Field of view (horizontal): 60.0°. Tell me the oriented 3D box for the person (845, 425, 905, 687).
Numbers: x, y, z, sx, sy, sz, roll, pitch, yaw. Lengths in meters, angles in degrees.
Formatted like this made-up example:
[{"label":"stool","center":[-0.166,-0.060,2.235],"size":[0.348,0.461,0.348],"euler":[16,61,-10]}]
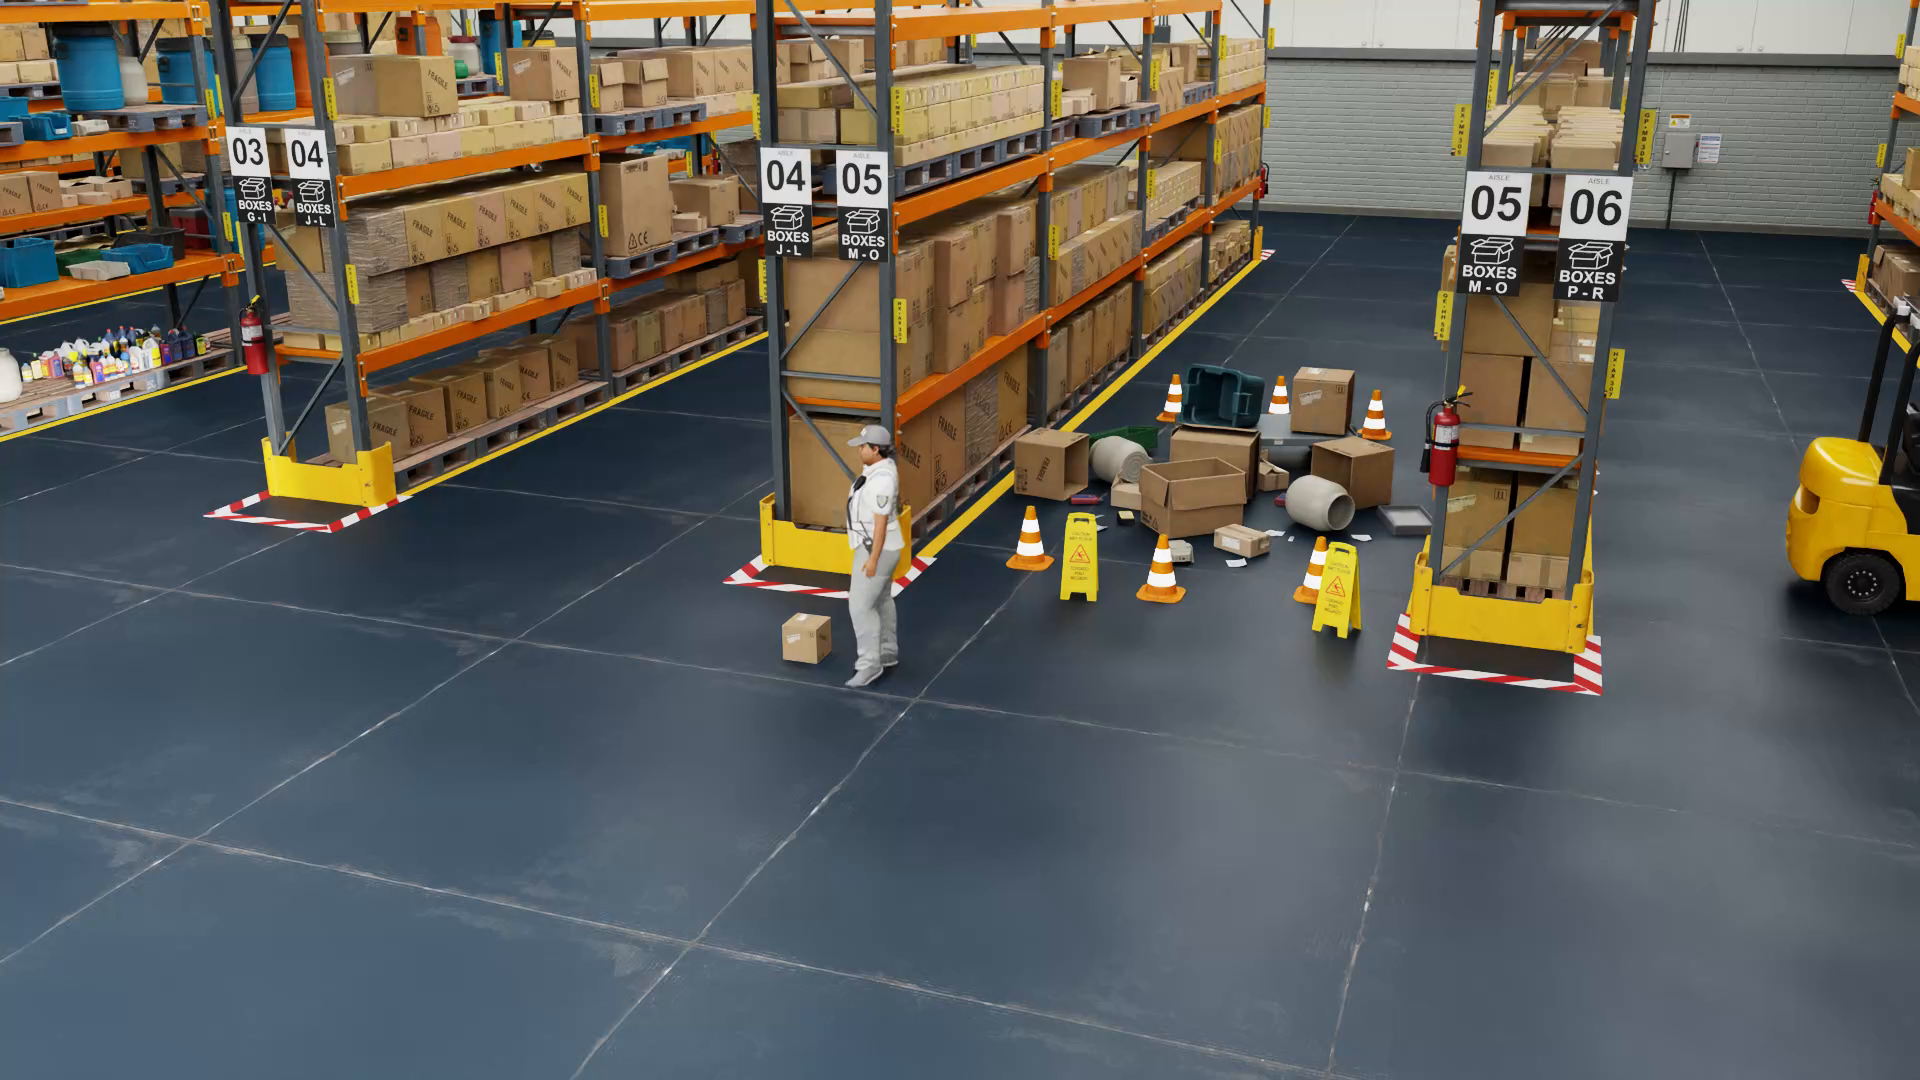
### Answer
[{"label":"person","center":[-0.568,0.100,10.825],"size":[0.423,1.716,0.554],"euler":[-1,19,-2]}]
